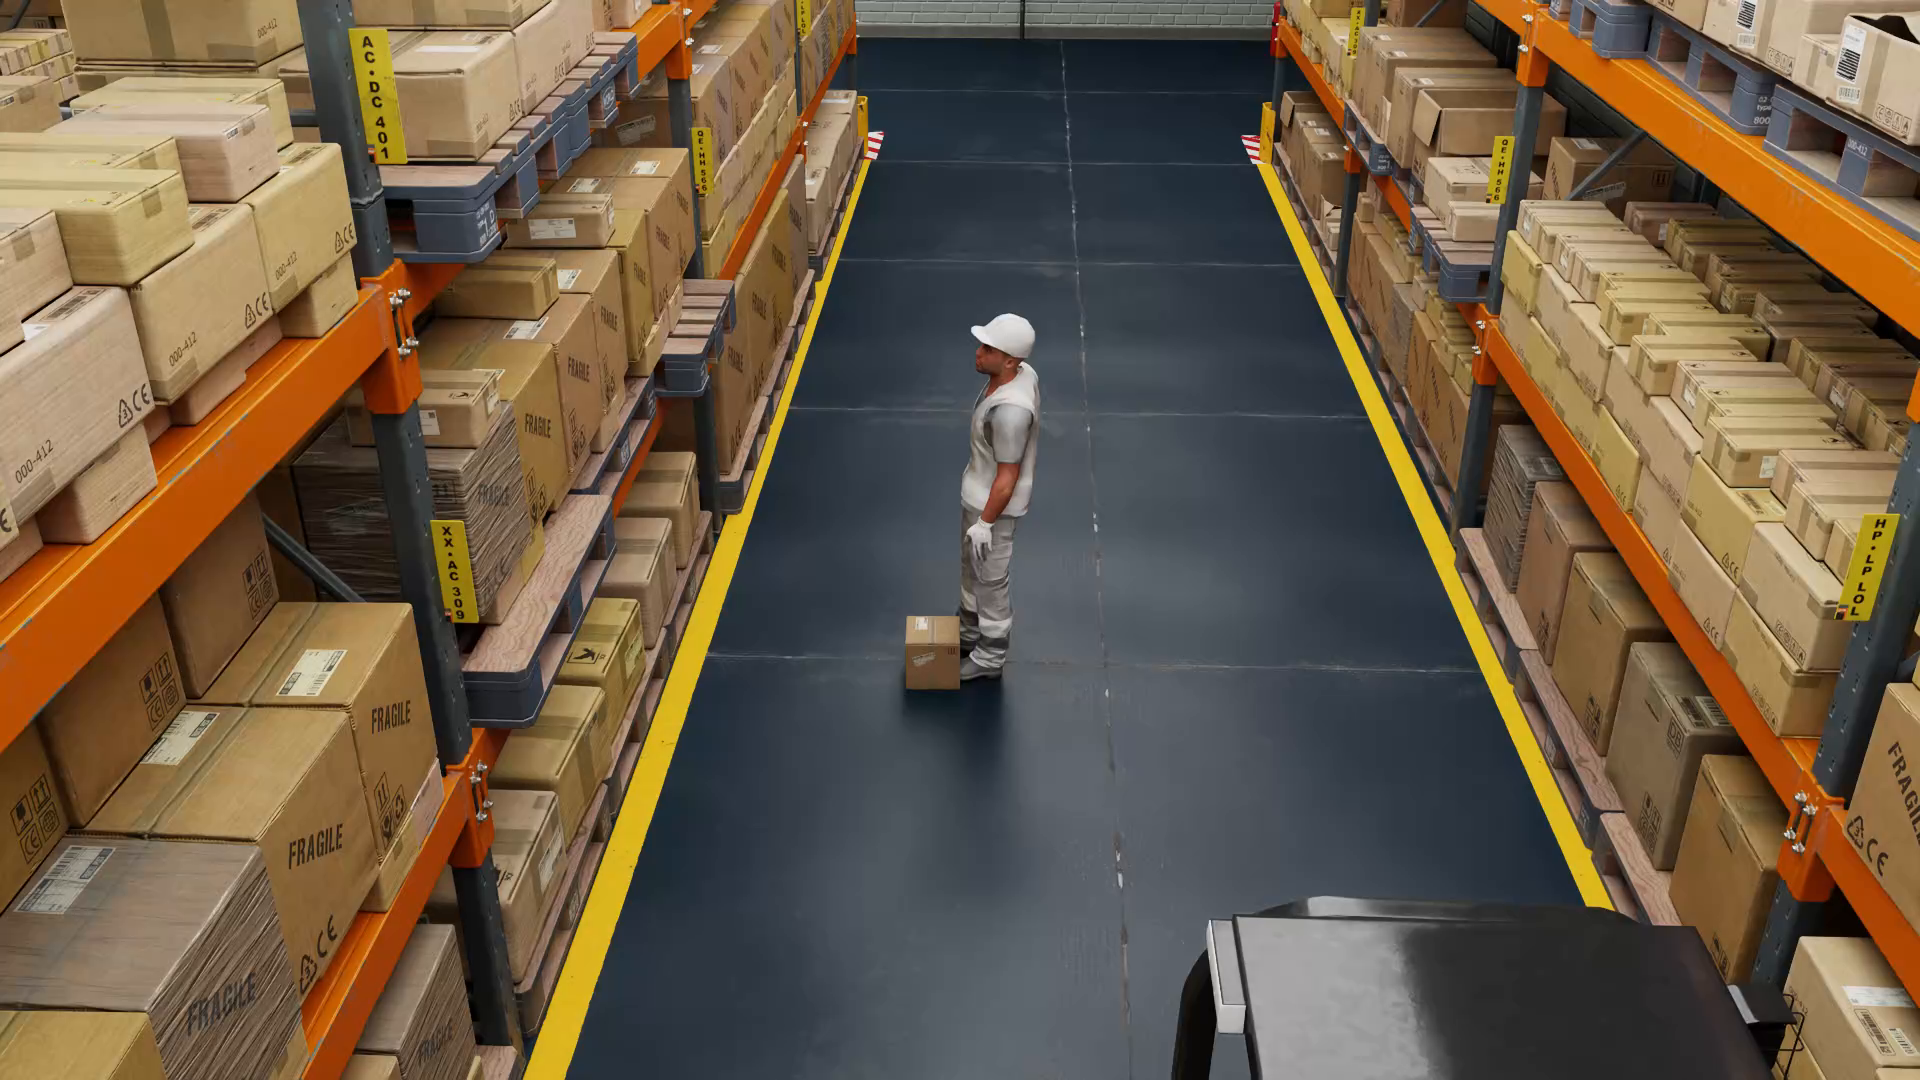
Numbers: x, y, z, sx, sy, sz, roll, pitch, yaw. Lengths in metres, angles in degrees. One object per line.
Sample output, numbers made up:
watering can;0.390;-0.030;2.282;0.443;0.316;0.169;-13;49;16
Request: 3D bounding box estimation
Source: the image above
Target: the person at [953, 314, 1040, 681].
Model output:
person;0.067;-0.175;7.408;0.562;1.789;0.638;1;28;2
